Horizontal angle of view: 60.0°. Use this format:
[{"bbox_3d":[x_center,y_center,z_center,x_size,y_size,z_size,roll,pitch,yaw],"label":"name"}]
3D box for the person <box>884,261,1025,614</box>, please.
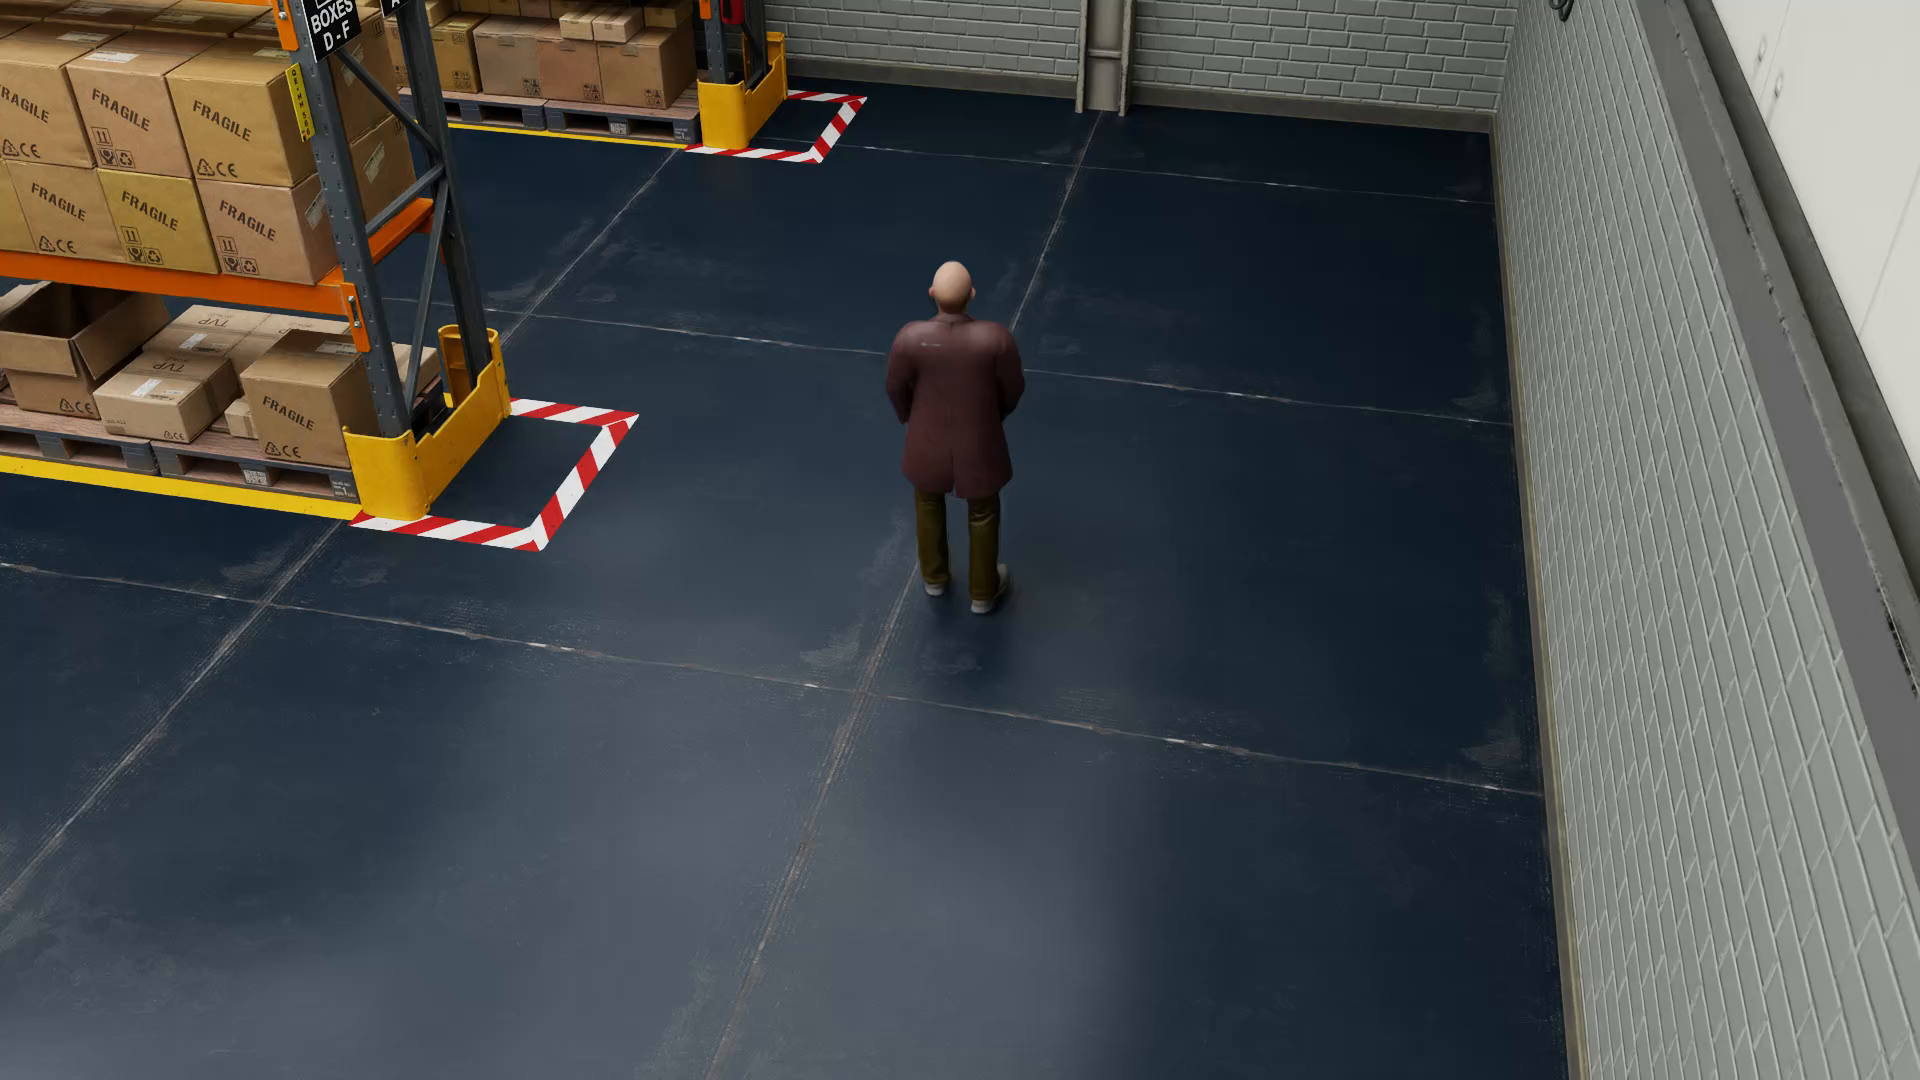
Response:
[{"bbox_3d":[-0.014,-0.503,7.667,0.626,1.779,0.490,3,36,5],"label":"person"}]
